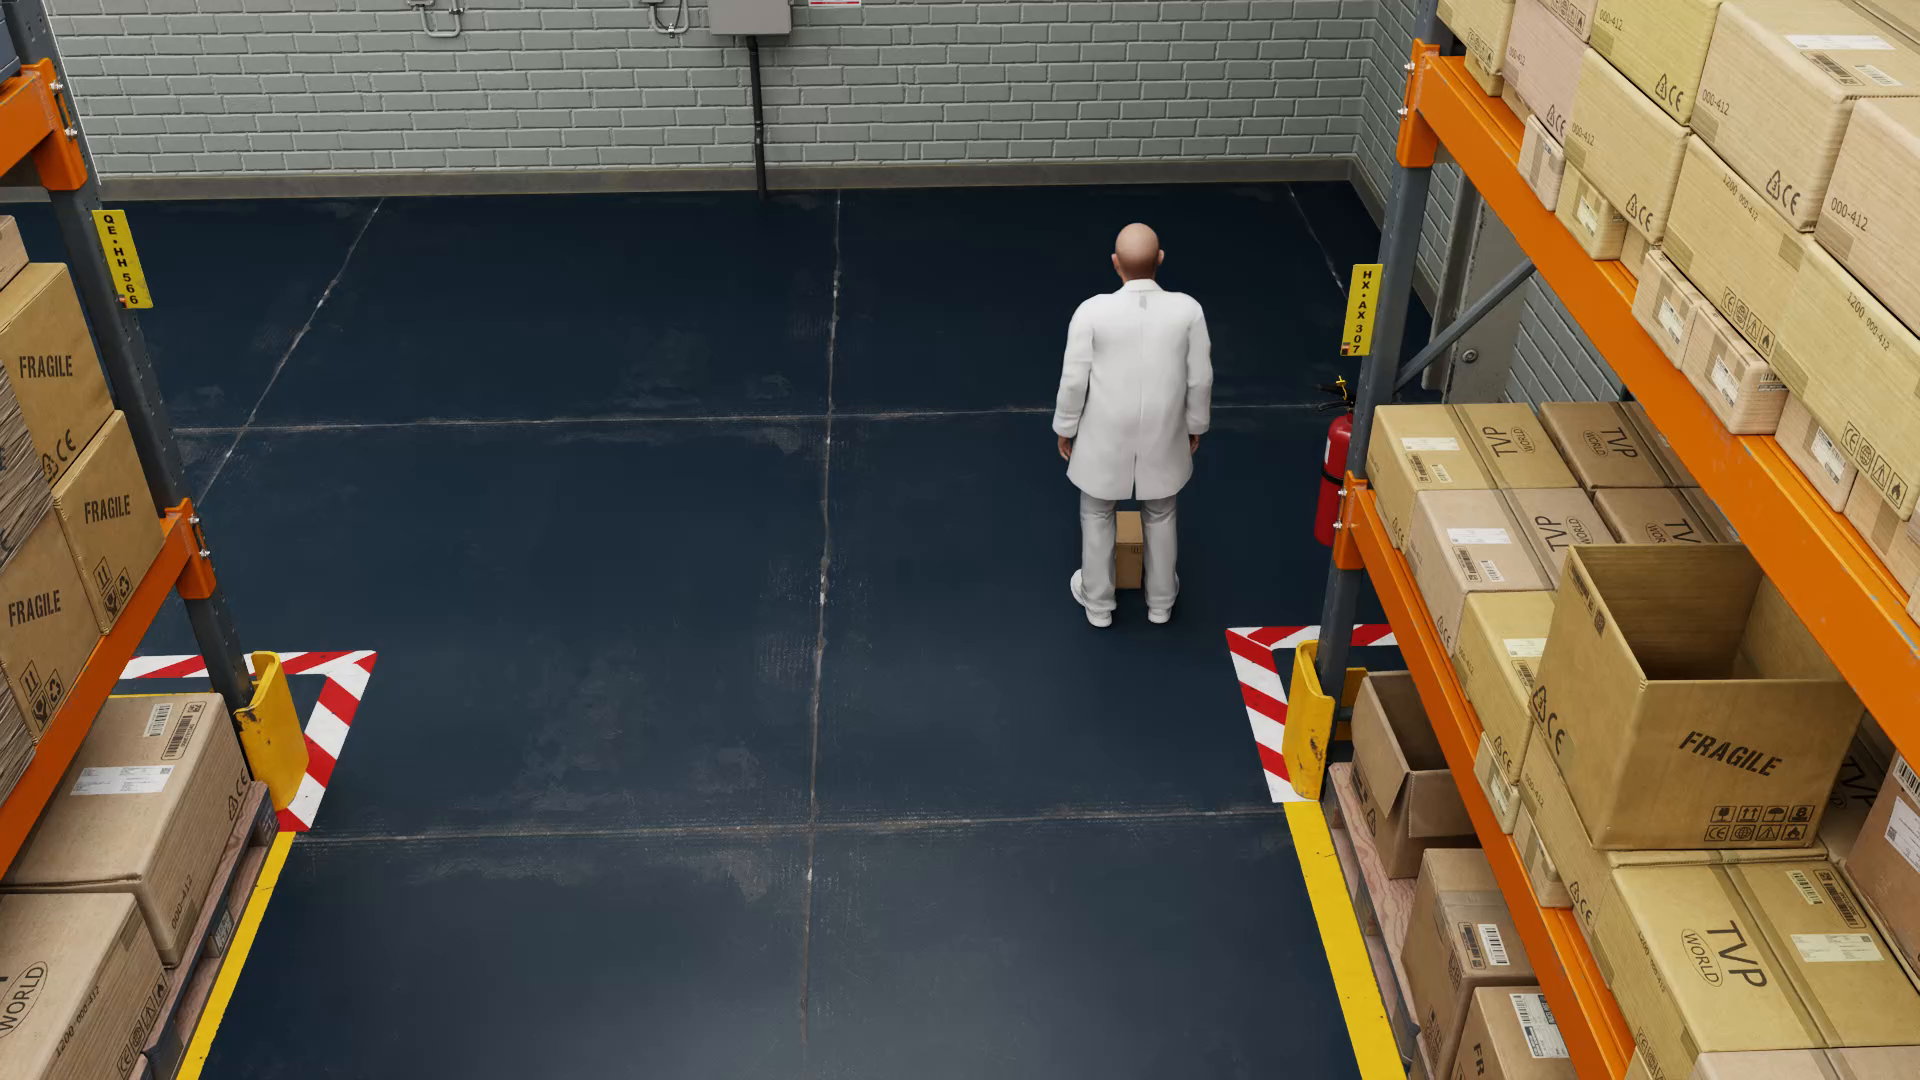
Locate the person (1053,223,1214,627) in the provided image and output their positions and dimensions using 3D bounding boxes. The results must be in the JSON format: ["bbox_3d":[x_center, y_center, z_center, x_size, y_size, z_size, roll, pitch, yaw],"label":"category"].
[{"bbox_3d":[0.700,-0.442,6.794,0.644,1.774,0.424,-1,35,-2],"label":"person"}]
